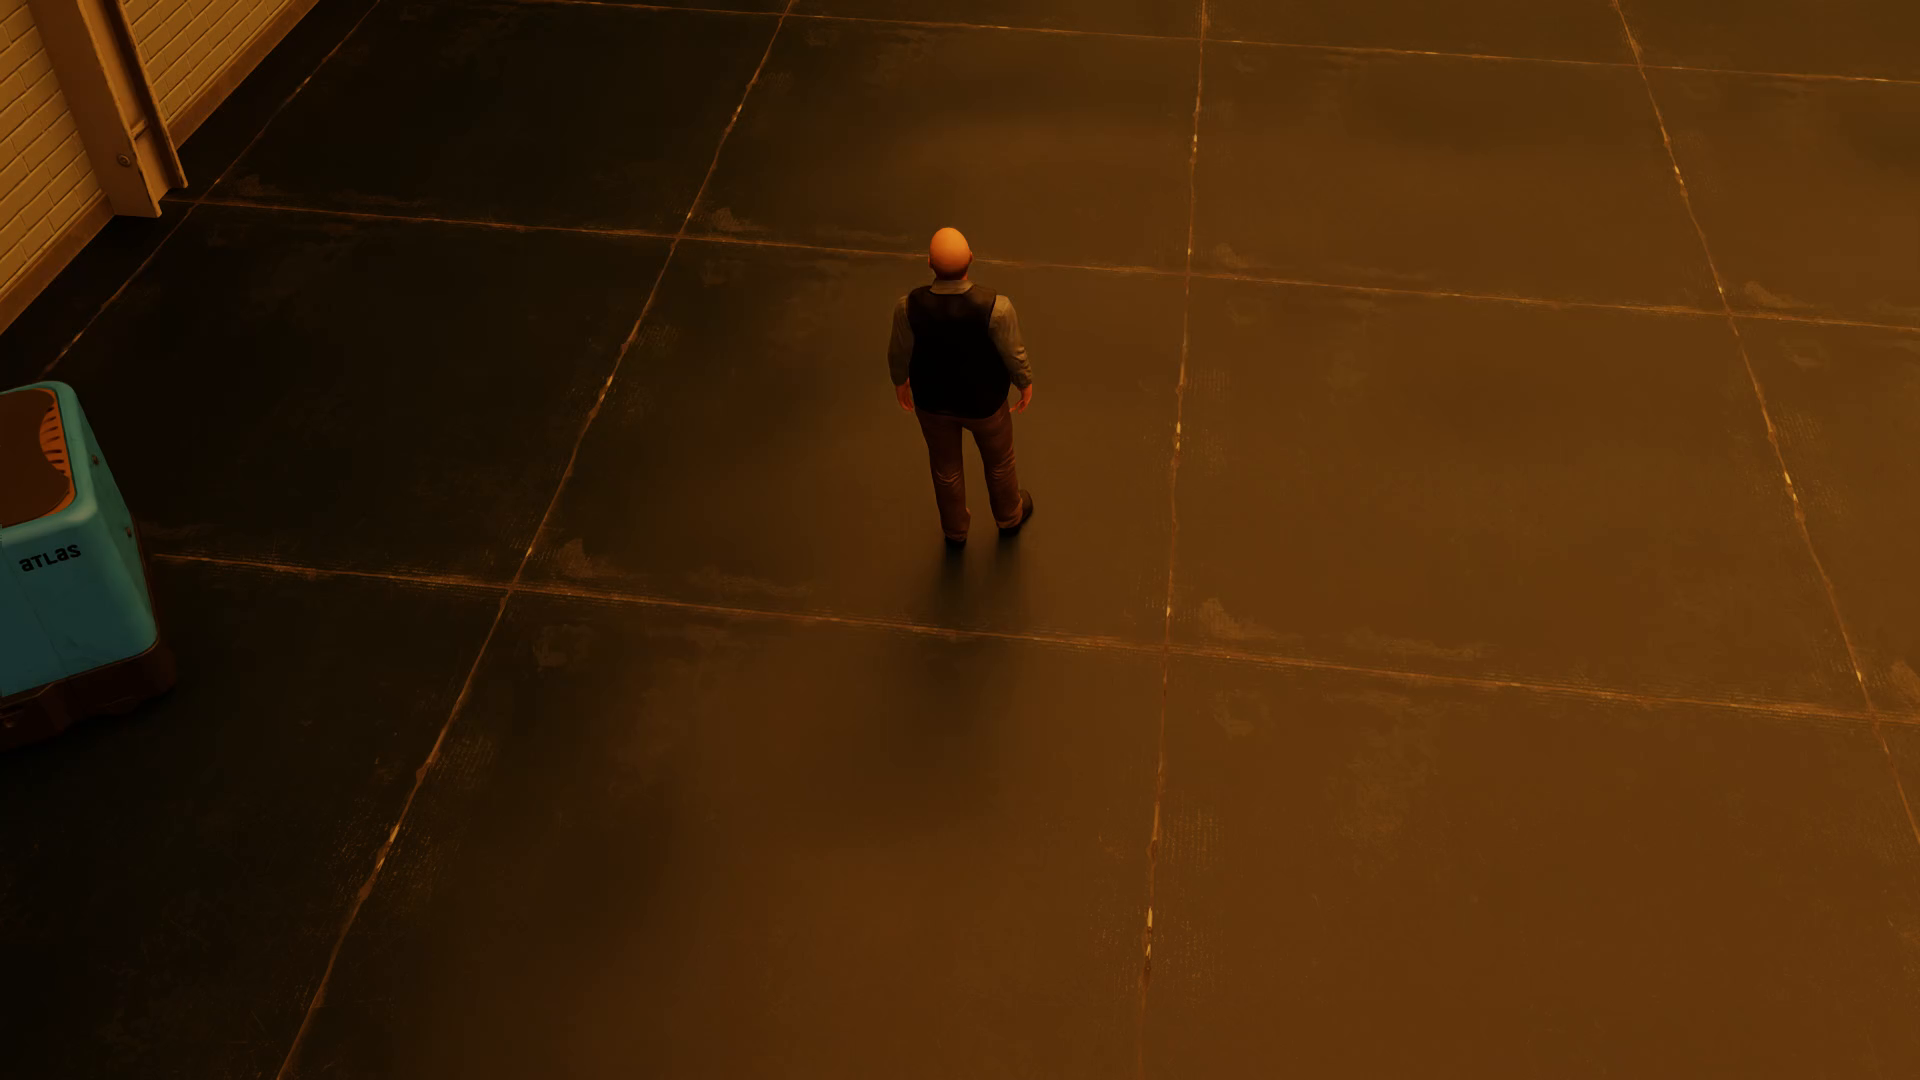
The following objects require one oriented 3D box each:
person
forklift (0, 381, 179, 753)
[{"bbox_3d":[0.016,-0.680,7.348,0.632,1.720,0.568,5,43,6],"label":"person"},{"bbox_3d":[-4.906,-0.241,5.986,3.031,2.935,1.130,-19,46,-20],"label":"forklift"}]
